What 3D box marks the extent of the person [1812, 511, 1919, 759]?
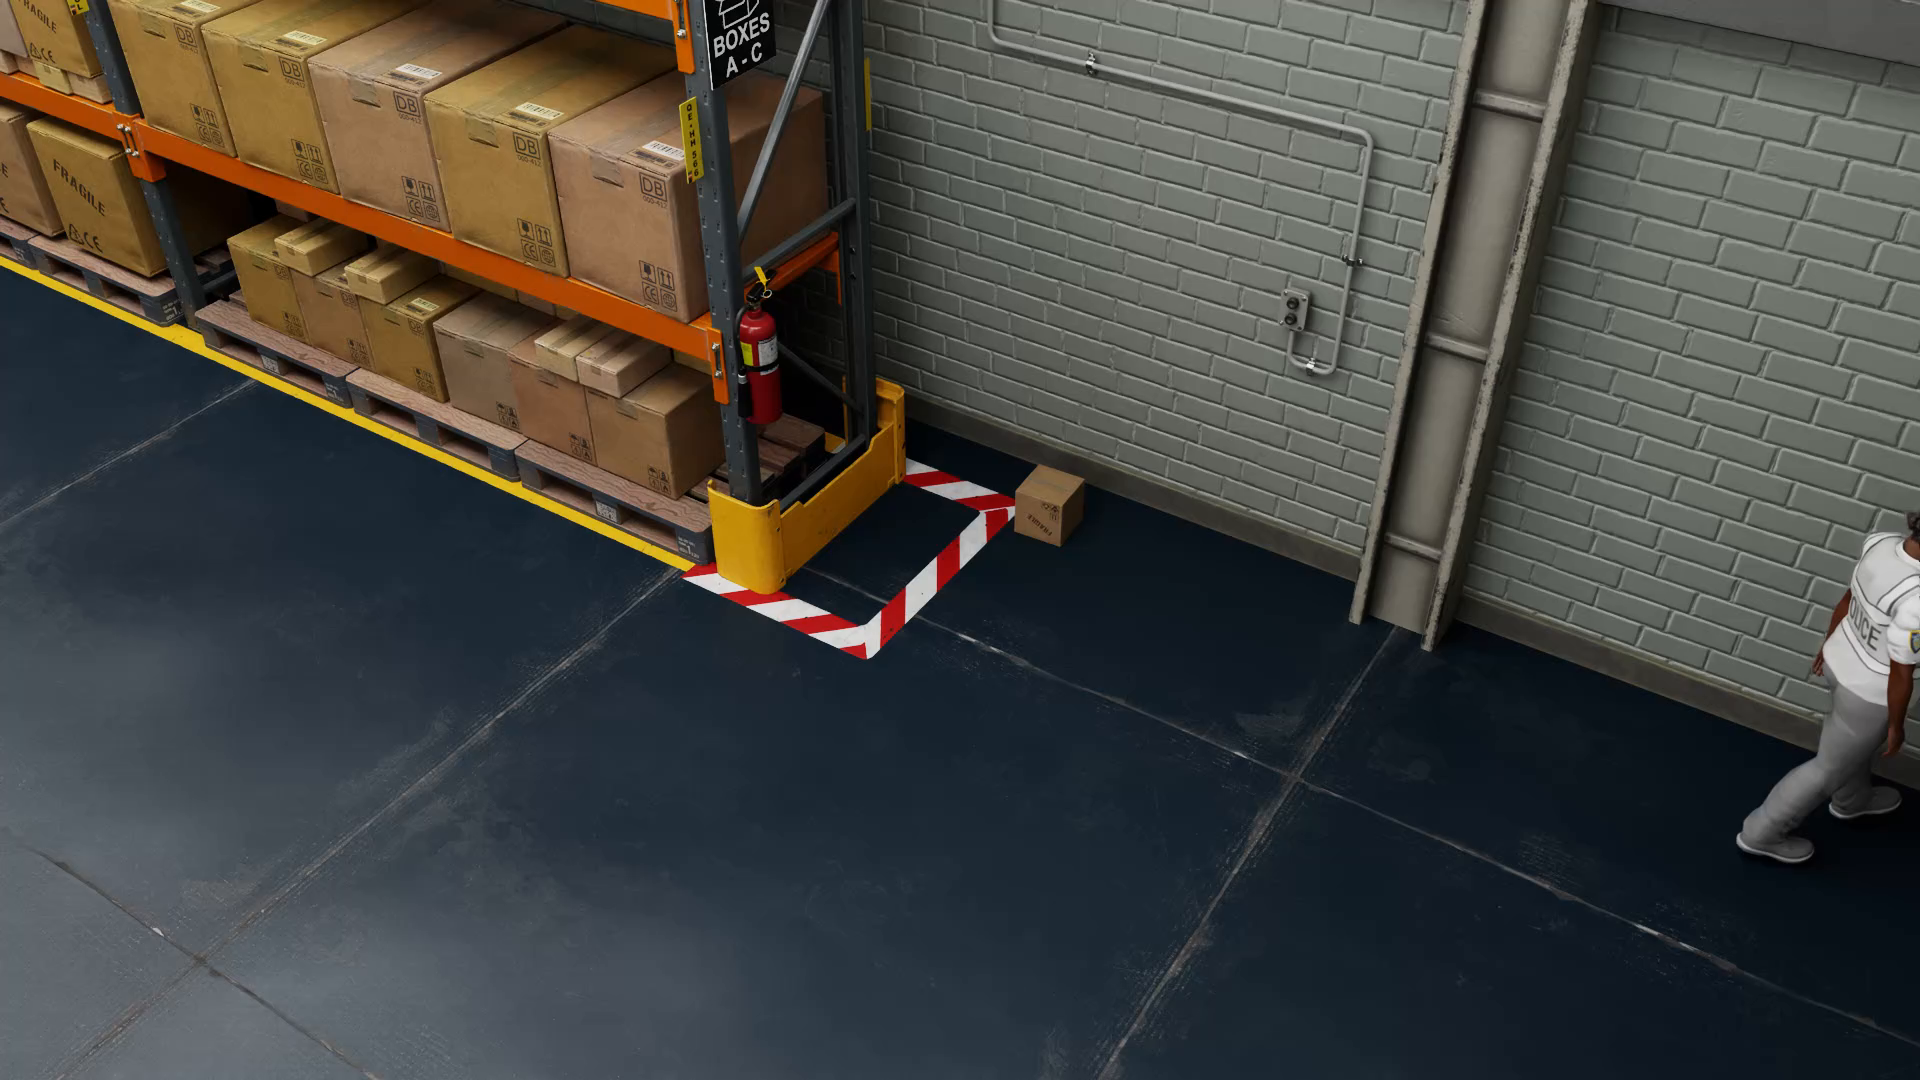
[{"bbox_3d":[3.291,0.270,5.816,0.329,0.975,0.496,2,39,2],"label":"person"}]
